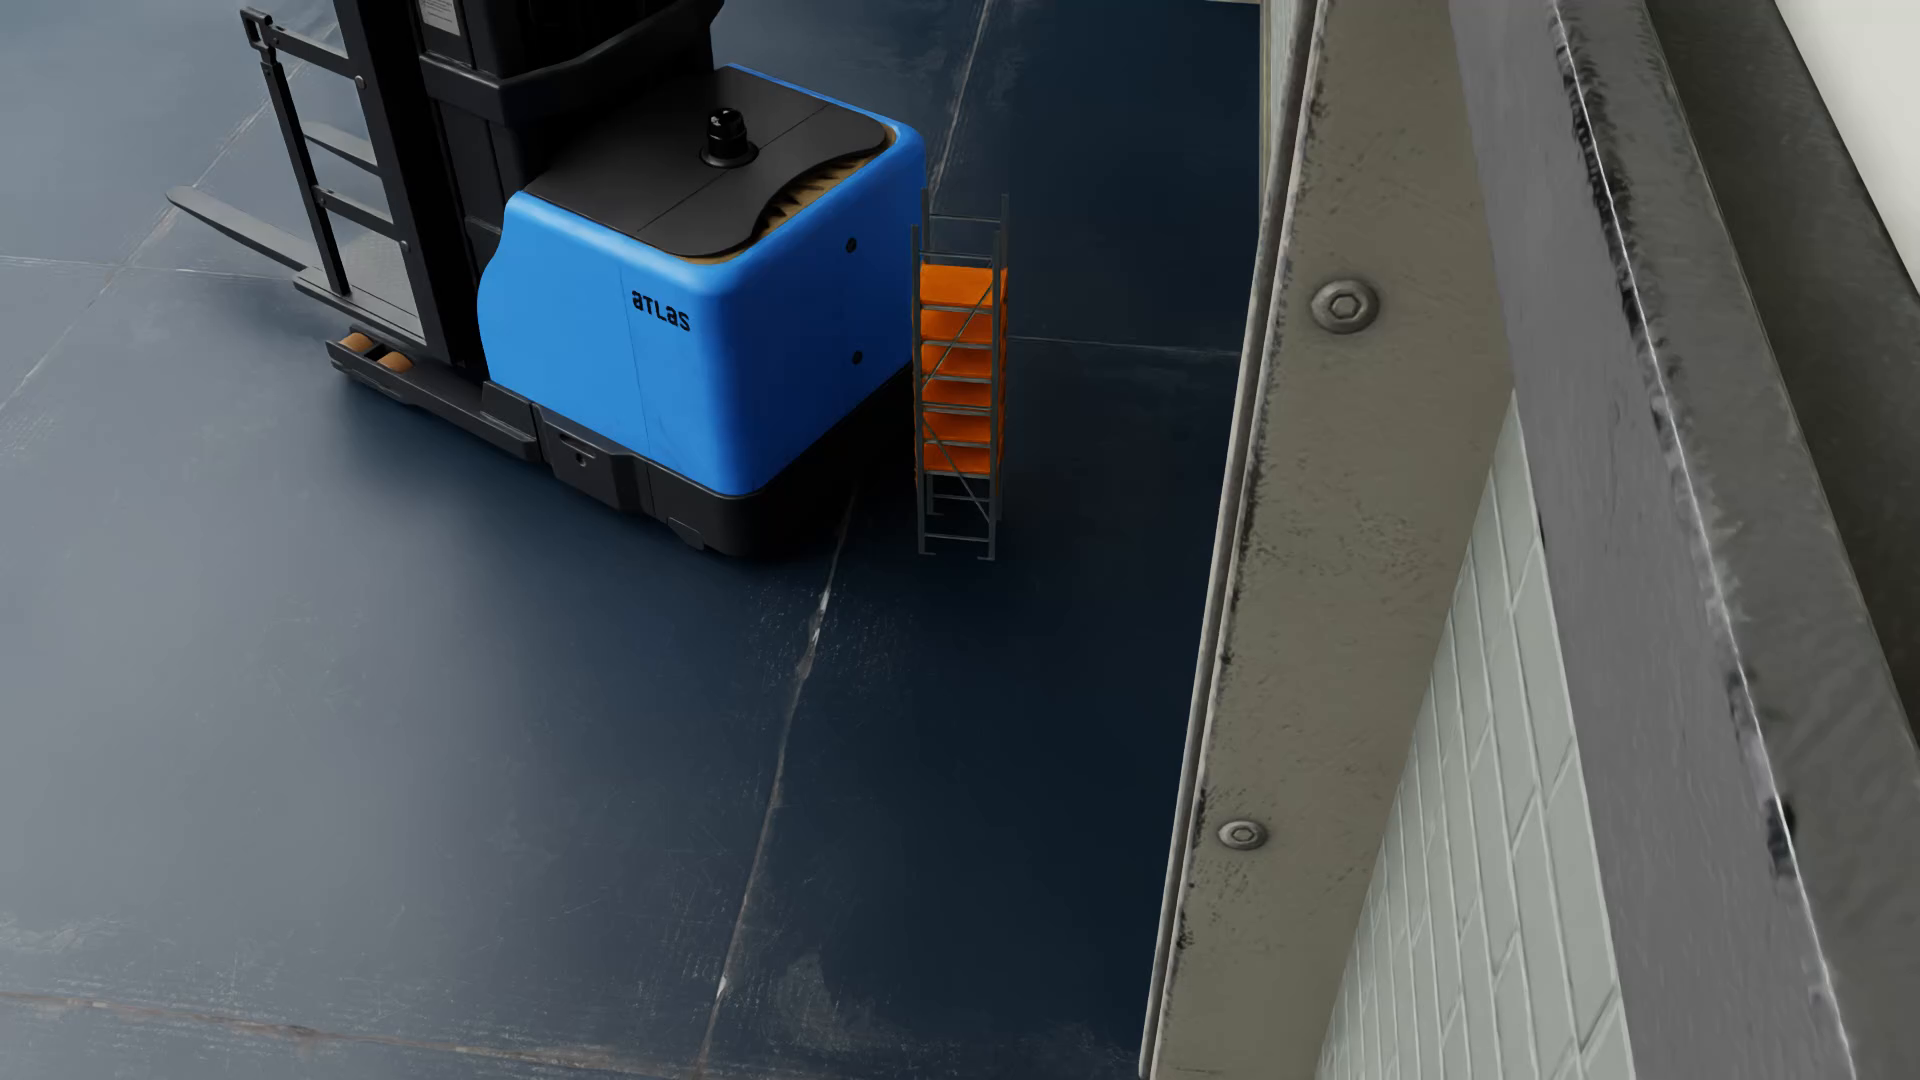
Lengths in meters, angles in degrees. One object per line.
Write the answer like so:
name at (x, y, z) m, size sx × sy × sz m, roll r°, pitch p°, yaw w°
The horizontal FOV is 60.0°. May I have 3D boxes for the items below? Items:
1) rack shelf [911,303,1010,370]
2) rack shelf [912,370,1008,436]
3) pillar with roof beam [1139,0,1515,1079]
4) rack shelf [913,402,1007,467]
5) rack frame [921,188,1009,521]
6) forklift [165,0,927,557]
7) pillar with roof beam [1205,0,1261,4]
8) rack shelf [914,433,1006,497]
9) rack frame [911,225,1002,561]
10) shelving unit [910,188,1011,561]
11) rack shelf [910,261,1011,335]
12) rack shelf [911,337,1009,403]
rack shelf at (0.002, -0.588, 4.713) m, size 0.258 × 0.103 × 0.180 m, roll 5°, pitch 44°, yaw 6°
rack shelf at (0.002, -0.413, 4.878) m, size 0.258 × 0.103 × 0.180 m, roll 5°, pitch 44°, yaw 6°
pillar with roof beam at (-3.712, -2.283, 1.116) m, size 9.100 × 9.000 × 0.400 m, roll 5°, pitch 44°, yaw 6°
rack shelf at (0.002, -0.326, 4.961) m, size 0.258 × 0.103 × 0.180 m, roll 5°, pitch 44°, yaw 6°
rack frame at (0.014, -0.508, 4.914) m, size 0.240 × 1.200 × 0.006 m, roll 5°, pitch 44°, yaw 6°
forklift at (-1.589, -1.819, 5.039) m, size 3.031 × 2.935 × 1.130 m, roll 25°, pitch 49°, yaw 24°
pillar with roof beam at (-2.919, -6.372, 5.435) m, size 9.100 × 9.000 × 0.400 m, roll 5°, pitch 44°, yaw 6°
rack shelf at (0.002, -0.239, 5.043) m, size 0.258 × 0.103 × 0.180 m, roll 5°, pitch 44°, yaw 6°
rack frame at (-0.010, -0.383, 4.782) m, size 0.240 × 1.200 × 0.006 m, roll 5°, pitch 44°, yaw 6°
shelving unit at (0.002, -0.446, 4.848) m, size 0.258 × 1.200 × 0.189 m, roll 5°, pitch 44°, yaw 6°
rack shelf at (0.002, -0.675, 4.631) m, size 0.258 × 0.103 × 0.180 m, roll 5°, pitch 44°, yaw 6°
rack shelf at (0.002, -0.500, 4.796) m, size 0.258 × 0.103 × 0.180 m, roll 5°, pitch 44°, yaw 6°
